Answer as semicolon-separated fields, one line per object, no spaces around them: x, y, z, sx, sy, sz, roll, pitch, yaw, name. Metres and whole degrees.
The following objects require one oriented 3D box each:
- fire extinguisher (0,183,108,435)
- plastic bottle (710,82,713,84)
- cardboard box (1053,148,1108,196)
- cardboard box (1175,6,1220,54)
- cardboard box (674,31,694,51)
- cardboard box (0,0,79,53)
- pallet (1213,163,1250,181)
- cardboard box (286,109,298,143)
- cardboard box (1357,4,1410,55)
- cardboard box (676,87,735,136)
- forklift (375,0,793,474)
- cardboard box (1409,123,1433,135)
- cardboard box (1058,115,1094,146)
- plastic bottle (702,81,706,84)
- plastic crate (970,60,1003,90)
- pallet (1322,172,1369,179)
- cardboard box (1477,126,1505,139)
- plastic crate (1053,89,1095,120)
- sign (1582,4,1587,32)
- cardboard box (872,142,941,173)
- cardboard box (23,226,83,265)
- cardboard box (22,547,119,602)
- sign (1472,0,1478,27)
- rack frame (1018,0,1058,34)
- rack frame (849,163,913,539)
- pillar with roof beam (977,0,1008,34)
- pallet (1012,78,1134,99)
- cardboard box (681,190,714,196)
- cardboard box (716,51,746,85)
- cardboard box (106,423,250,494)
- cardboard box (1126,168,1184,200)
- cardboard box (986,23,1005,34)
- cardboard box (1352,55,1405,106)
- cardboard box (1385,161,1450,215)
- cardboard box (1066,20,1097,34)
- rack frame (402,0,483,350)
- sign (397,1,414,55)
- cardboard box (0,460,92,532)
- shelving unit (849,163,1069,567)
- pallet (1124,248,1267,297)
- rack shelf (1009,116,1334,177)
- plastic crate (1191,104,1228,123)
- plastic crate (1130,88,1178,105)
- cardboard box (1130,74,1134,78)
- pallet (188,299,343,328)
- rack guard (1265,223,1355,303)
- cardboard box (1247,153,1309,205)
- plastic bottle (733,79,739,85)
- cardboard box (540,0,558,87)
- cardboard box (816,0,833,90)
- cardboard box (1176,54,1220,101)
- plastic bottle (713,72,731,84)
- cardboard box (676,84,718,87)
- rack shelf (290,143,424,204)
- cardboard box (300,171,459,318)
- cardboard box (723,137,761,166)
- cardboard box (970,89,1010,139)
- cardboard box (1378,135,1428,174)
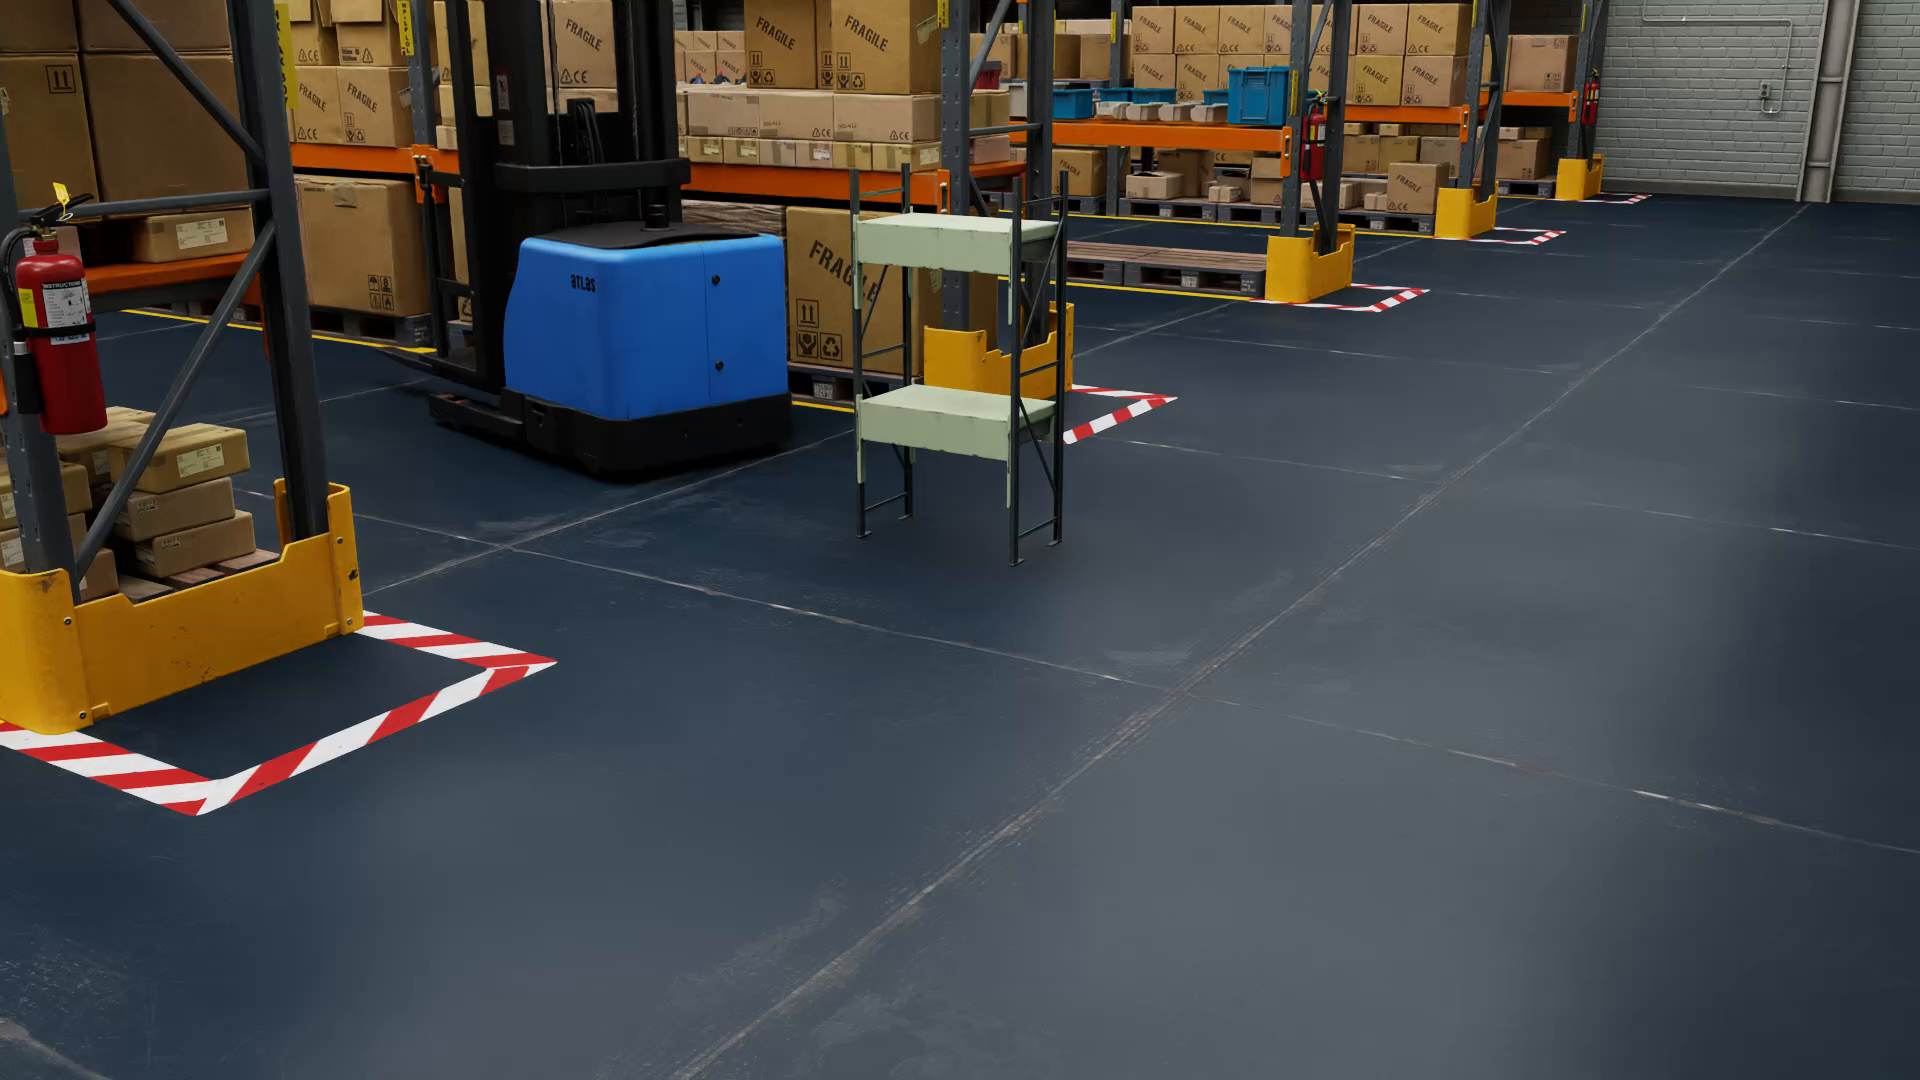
-2.496;-0.636;4.590;0.183;0.674;0.296;10;20;30;fire extinguisher
-2.357;-4.205;15.785;0.097;0.271;0.097;0;17;0;plastic bottle
1.422;-4.297;19.411;0.500;0.500;0.500;10;20;30;cardboard box
2.686;-5.585;18.215;0.500;0.500;0.500;9;19;28;cardboard box
-4.542;-8.323;28.054;0.500;0.500;0.500;9;19;28;cardboard box
-2.989;-1.681;4.850;0.500;0.500;0.500;10;19;29;cardboard box
3.885;-5.271;23.869;1.213;0.211;1.003;10;20;30;pallet
-4.604;-3.032;11.530;0.500;0.500;0.500;10;19;29;cardboard box
4.447;-5.273;17.187;0.500;0.500;0.500;11;20;32;cardboard box
-1.650;-2.529;9.792;0.500;0.250;0.500;10;20;30;cardboard box
-2.200;-2.066;8.641;1.130;2.935;3.031;-15;22;-40;forklift
6.256;-5.556;22.474;0.250;0.149;0.380;10;19;29;cardboard box
1.731;-6.143;24.918;0.750;0.750;0.750;10;19;29;cardboard box
-2.383;-4.189;15.710;0.133;0.283;0.061;10;20;30;plastic bottle
0.026;-3.914;14.392;0.583;0.464;0.402;10;20;30;plastic crate
5.189;-5.037;23.100;1.213;0.211;1.003;10;20;30;pallet
6.918;-5.308;21.656;0.250;0.149;0.380;11;20;32;cardboard box
0.921;-3.642;13.894;0.300;0.233;0.416;10;20;30;plastic crate
7.694;-6.433;20.498;0.005;0.325;0.100;10;20;30;sign
-0.263;-2.070;8.967;0.250;0.149;0.380;11;20;31;cardboard box
-2.894;-0.864;4.996;0.250;0.149;0.380;10;20;30;cardboard box
-3.026;0.130;5.474;0.250;0.149;0.380;11;20;31;cardboard box
5.093;-5.241;16.439;0.005;0.325;0.100;10;20;30;sign
1.173;-7.115;25.142;0.127;3.000;1.000;10;20;30;rack frame
-0.318;-0.774;6.850;0.023;1.500;0.400;10;20;30;rack frame
-1.735;-9.331;22.116;0.400;9.000;9.100;10;20;30;pillar with roof beam
1.368;-5.335;19.615;1.213;0.211;1.003;10;20;30;pallet
-1.908;-1.753;10.425;0.875;0.875;0.875;10;20;30;cardboard box
-2.855;-6.186;21.914;0.500;0.500;0.500;9;19;27;cardboard box
-2.737;-0.290;5.833;0.250;0.149;0.380;9;19;28;cardboard box
2.237;-4.085;19.039;0.500;0.311;0.500;10;20;30;cardboard box
0.581;-7.774;25.267;0.250;0.149;0.380;7;18;21;cardboard box
4.433;-4.797;17.340;0.500;0.500;0.500;10;20;31;cardboard box
4.808;-3.706;17.466;0.500;0.500;0.500;10;20;30;cardboard box
1.883;-7.459;24.266;0.500;0.250;0.500;10;19;29;cardboard box
-3.195;-2.826;11.023;0.127;3.000;1.000;10;20;30;rack frame
-3.471;-3.206;10.419;0.005;0.325;0.100;10;20;30;sign
-3.052;-0.144;5.352;0.250;0.149;0.380;10;20;31;cardboard box
-0.006;-0.719;6.667;0.755;1.500;0.431;10;20;30;shelving unit
2.123;-2.245;13.908;1.213;0.211;1.003;10;20;30;pallet
1.101;-3.404;14.165;4.000;0.370;1.077;10;20;30;rack shelf
2.016;-3.426;13.349;0.243;0.136;0.396;10;20;30;plastic crate
1.645;-3.712;14.126;0.300;0.233;0.416;10;20;30;plastic crate
2.645;-6.666;24.063;0.250;0.149;0.380;10;20;30;cardboard box
-4.936;-1.776;12.364;1.213;0.211;1.003;10;20;30;pallet
2.833;-2.248;13.420;0.348;0.500;1.175;10;20;30;rack guard
3.596;-4.010;18.461;0.637;0.503;0.797;10;20;30;cardboard box
-2.230;-4.412;16.446;0.133;0.283;0.061;10;20;30;plastic bottle
-2.505;-3.042;10.192;0.500;0.500;0.500;10;20;30;cardboard box
-0.481;-2.863;9.601;0.500;0.500;0.500;10;19;29;cardboard box
2.722;-5.105;18.353;0.500;0.500;0.500;11;20;31;cardboard box
-2.356;-4.473;16.531;0.185;0.351;0.144;10;20;30;plastic bottle
-1.804;-2.739;10.482;0.500;0.250;0.500;11;20;31;cardboard box
-4.900;-2.786;12.129;4.000;0.370;1.077;10;20;30;rack shelf
-3.751;-2.103;11.575;0.875;0.875;1.225;10;20;30;cardboard box
-1.134;-2.225;9.477;0.250;0.149;0.380;10;19;29;cardboard box
-0.055;-2.428;9.459;0.500;0.250;0.500;10;19;29;cardboard box
6.028;-5.216;22.470;0.500;0.500;0.700;11;20;31;cardboard box
